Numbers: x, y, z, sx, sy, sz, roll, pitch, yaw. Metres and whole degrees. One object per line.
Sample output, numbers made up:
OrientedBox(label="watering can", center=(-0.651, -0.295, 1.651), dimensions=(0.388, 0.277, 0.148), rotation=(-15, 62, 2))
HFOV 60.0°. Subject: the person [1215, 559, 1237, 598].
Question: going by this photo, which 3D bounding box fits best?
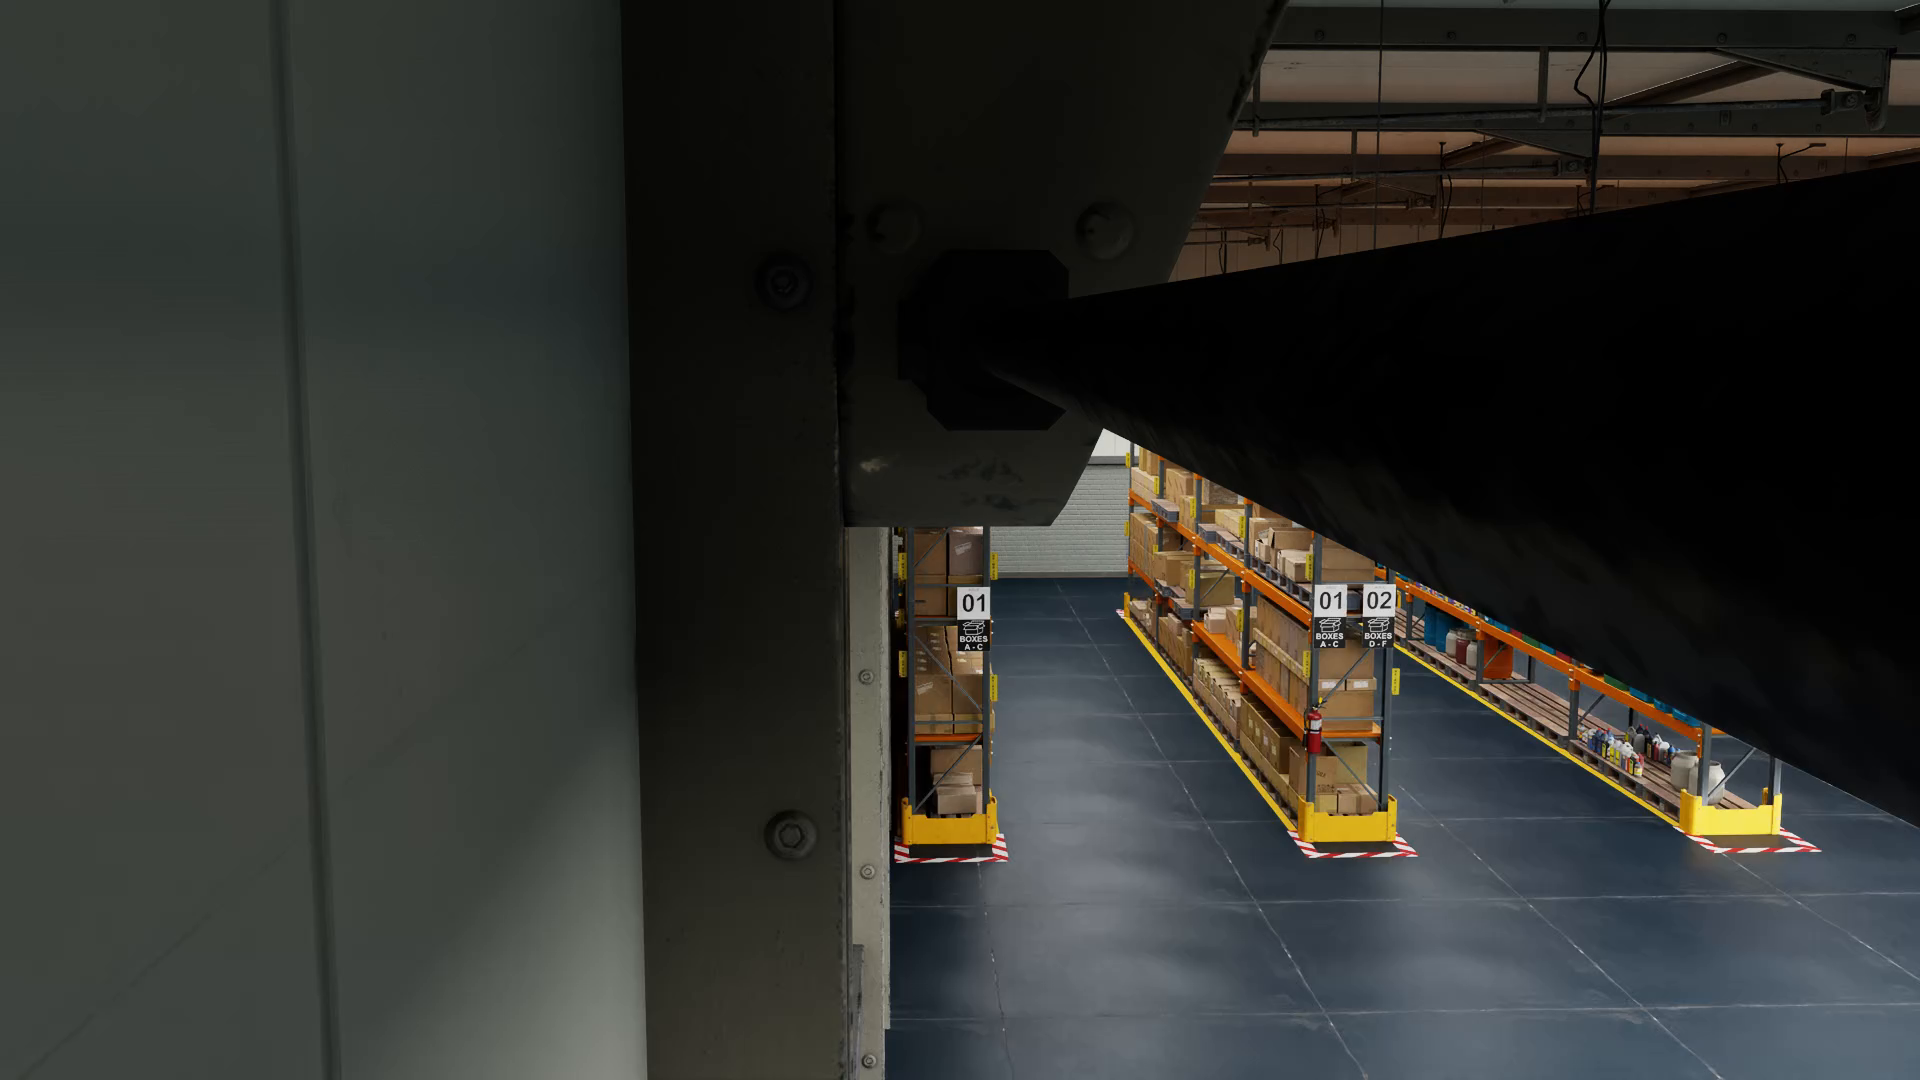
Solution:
OrientedBox(label="person", center=(5.816, 0.821, 36.705), dimensions=(0.860, 1.654, 0.602), rotation=(6, 9, 39))
